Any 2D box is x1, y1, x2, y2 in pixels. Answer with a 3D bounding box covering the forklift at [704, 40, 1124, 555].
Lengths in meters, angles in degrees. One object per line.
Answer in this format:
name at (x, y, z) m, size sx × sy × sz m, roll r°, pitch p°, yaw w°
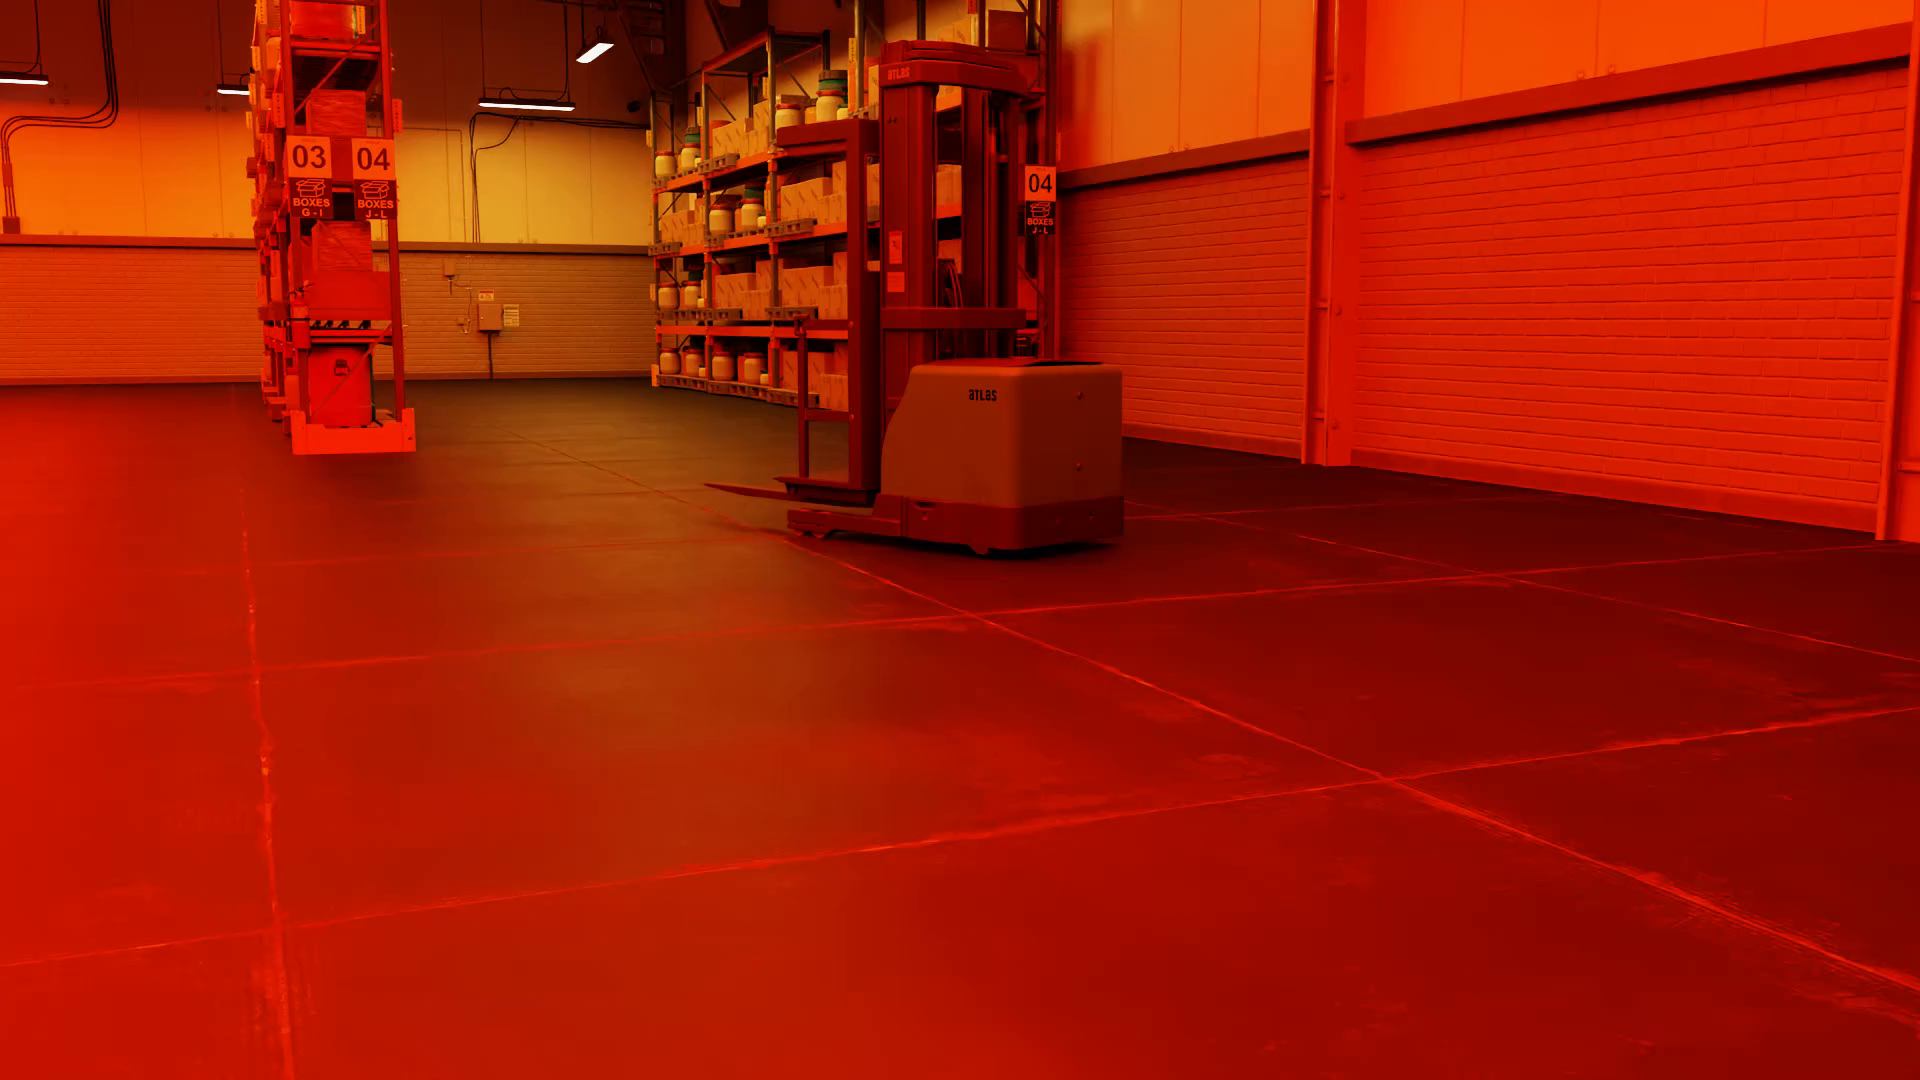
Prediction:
forklift at (-0.436, -1.509, 10.383) m, size 3.031 × 2.935 × 1.130 m, roll 7°, pitch 10°, yaw 44°
